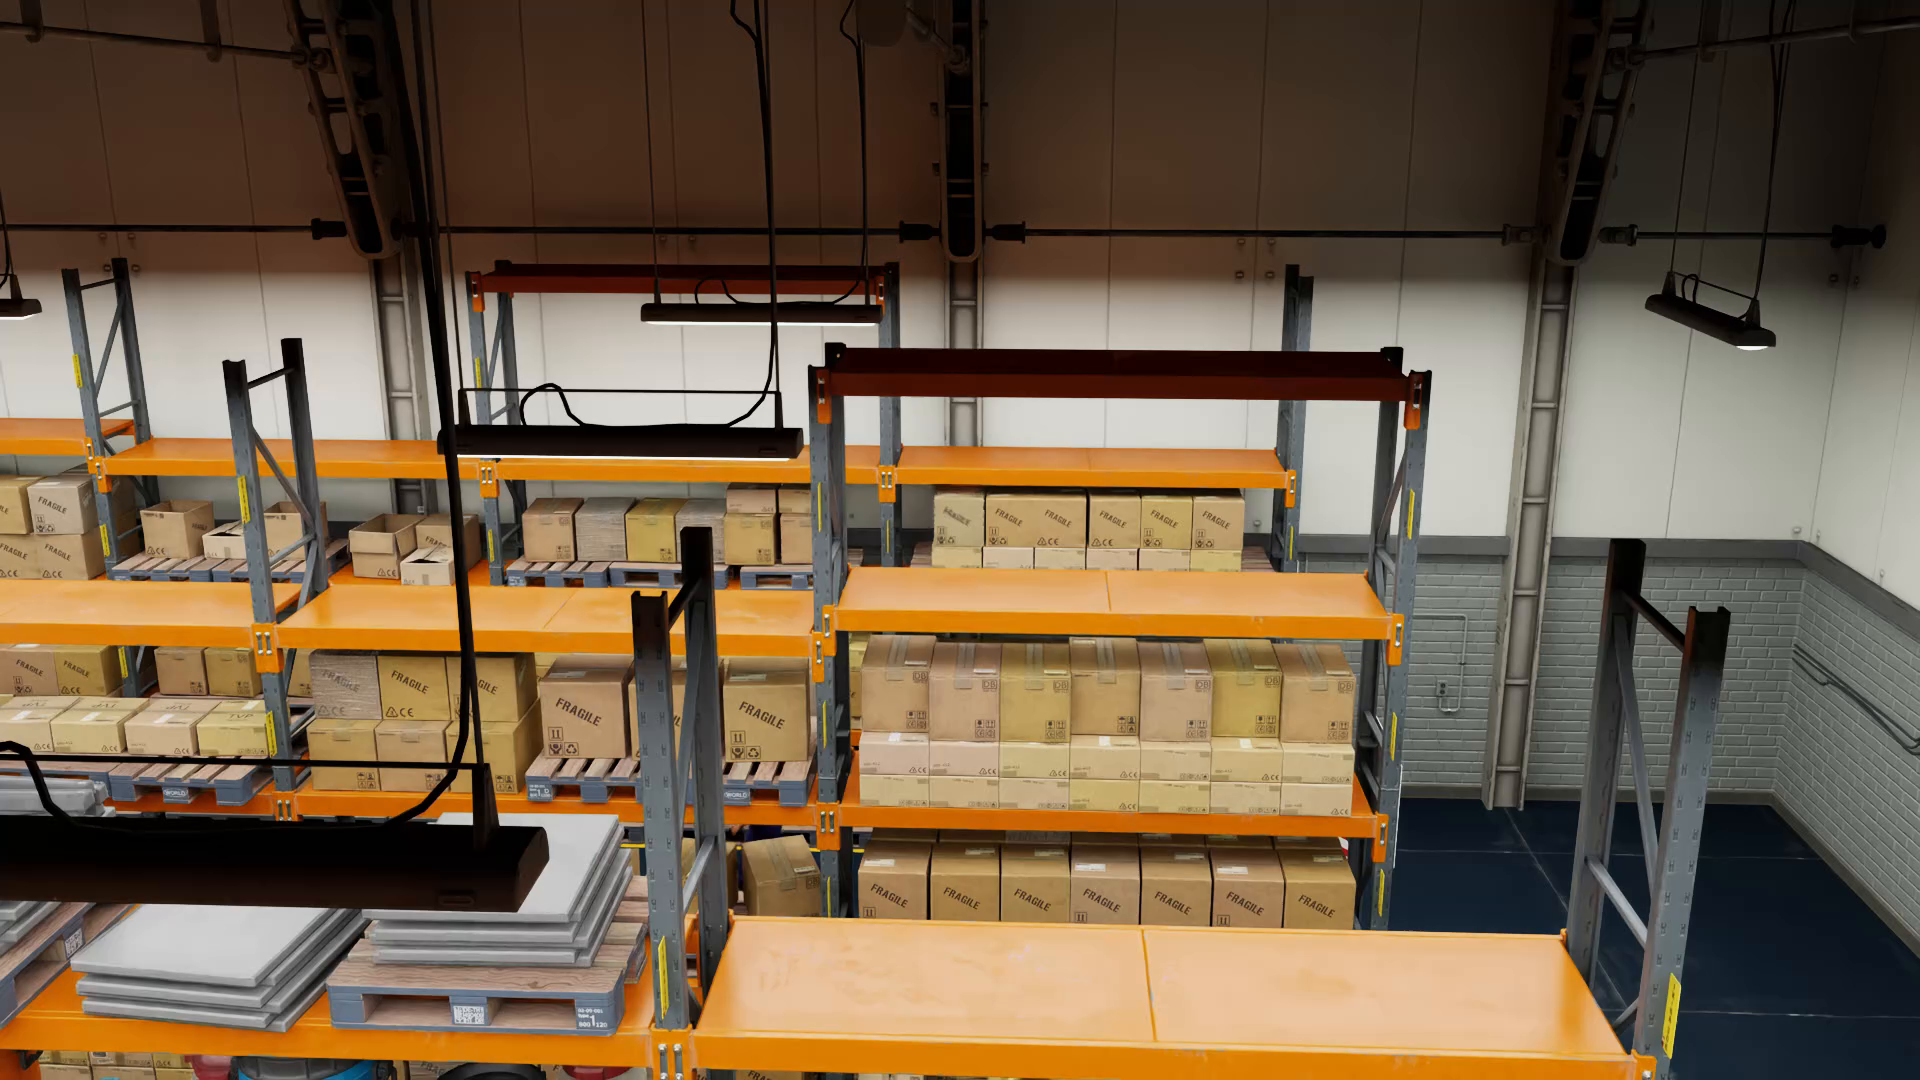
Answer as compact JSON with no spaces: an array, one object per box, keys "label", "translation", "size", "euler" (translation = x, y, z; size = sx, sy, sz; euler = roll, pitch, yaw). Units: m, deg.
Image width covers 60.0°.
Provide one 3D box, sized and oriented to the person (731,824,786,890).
[{"label":"person","translation":[-1.999,2.755,16.218],"size":[0.899,1.583,0.501],"euler":[2,16,7]}]
